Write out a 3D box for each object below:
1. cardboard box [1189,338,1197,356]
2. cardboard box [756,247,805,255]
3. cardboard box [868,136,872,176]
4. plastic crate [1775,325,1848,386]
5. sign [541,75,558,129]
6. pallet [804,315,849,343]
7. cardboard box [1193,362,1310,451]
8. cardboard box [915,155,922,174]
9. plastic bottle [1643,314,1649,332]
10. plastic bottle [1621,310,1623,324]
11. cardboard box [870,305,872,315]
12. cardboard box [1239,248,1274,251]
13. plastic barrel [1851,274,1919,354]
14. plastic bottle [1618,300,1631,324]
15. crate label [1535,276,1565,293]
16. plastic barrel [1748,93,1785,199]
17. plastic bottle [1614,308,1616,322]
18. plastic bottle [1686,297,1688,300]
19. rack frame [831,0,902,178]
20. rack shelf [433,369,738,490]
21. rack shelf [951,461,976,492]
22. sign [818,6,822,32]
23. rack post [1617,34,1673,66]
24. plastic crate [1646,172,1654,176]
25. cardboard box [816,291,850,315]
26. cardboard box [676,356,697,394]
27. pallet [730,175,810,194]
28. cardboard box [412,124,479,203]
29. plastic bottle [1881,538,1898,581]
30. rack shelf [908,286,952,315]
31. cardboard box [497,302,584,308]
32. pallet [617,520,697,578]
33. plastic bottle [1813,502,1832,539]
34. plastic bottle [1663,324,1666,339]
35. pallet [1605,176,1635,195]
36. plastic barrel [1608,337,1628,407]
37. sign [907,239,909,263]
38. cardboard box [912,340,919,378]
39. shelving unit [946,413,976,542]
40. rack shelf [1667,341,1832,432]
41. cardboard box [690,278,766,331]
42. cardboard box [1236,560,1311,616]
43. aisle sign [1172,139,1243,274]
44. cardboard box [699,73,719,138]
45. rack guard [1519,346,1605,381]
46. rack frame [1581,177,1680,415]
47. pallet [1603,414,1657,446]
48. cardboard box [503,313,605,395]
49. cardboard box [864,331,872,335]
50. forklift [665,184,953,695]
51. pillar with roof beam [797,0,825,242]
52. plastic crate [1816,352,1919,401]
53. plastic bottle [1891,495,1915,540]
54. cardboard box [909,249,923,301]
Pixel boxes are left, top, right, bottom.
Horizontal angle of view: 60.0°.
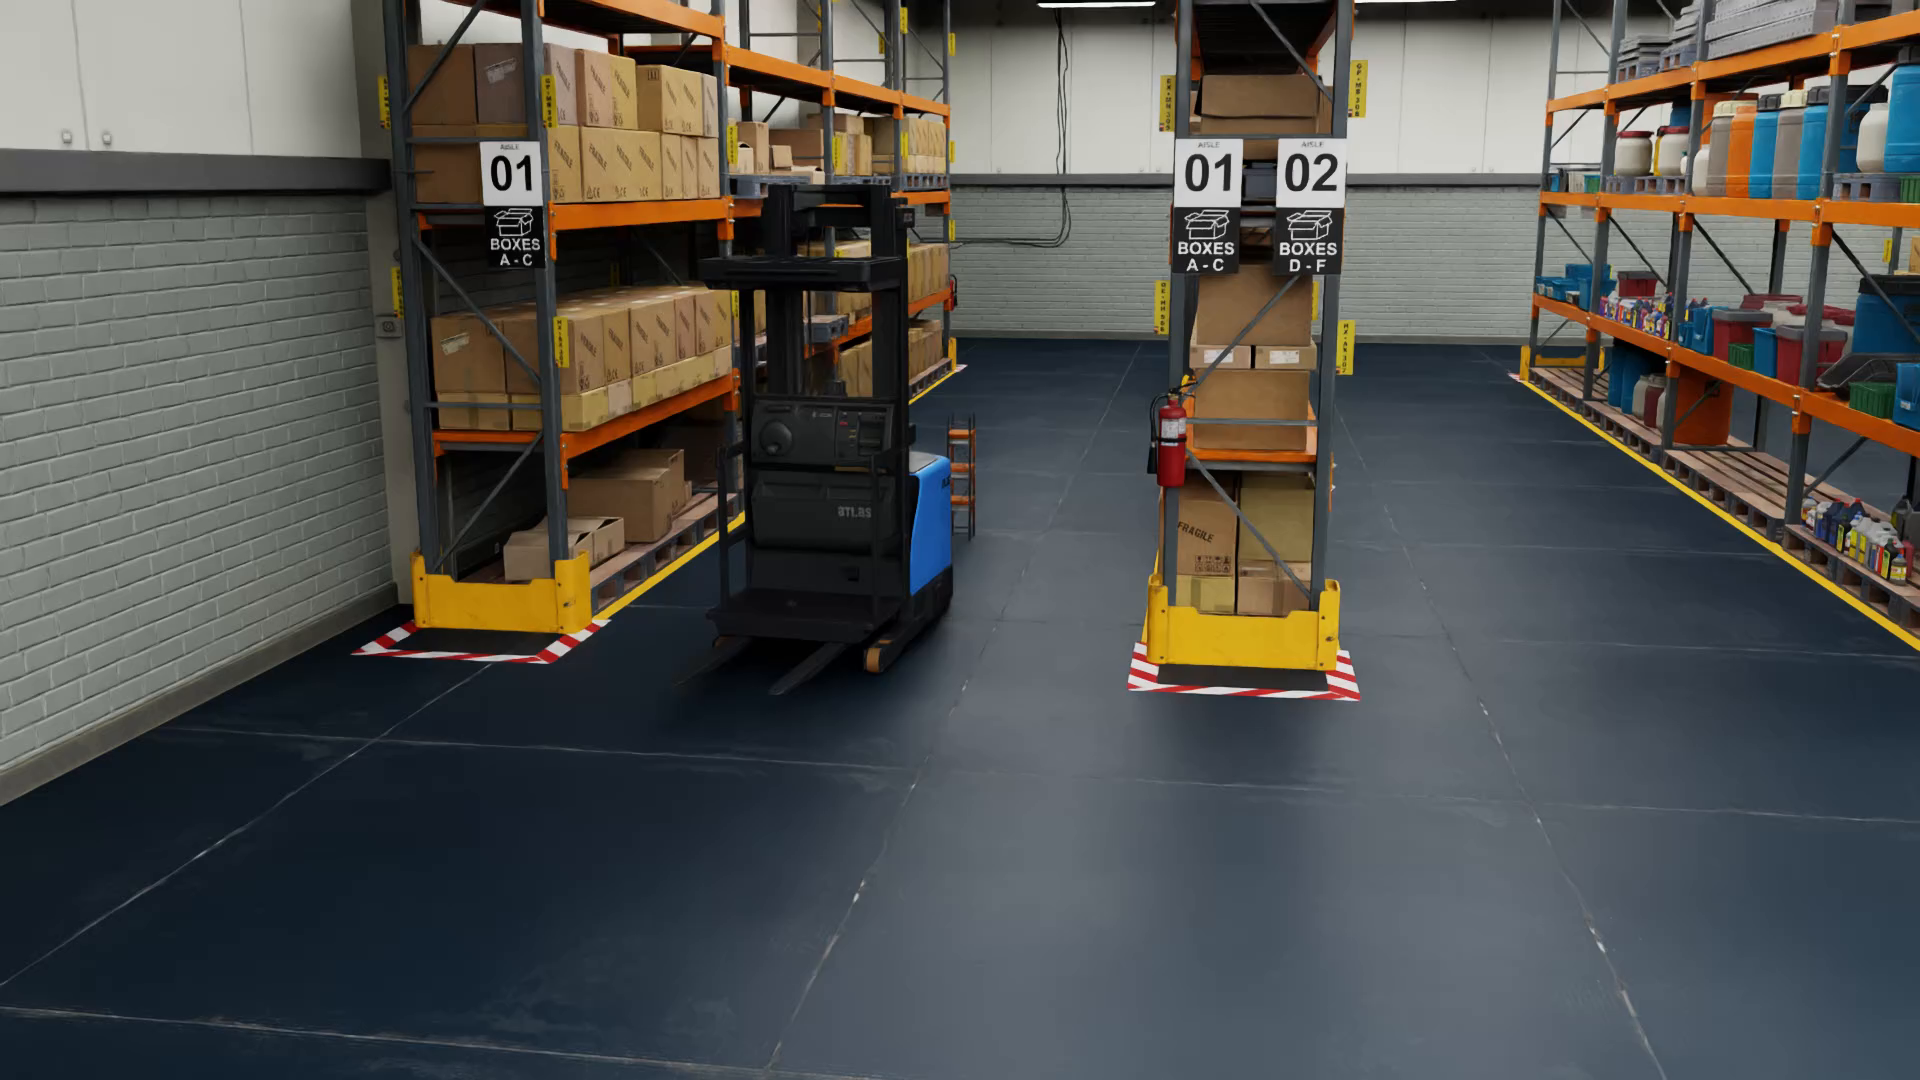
[{"bbox_3d":[1.683,-1.224,10.775,0.380,0.149,0.250,2,12,10],"label":"cardboard box"},{"bbox_3d":[-2.078,-3.216,19.025,0.500,0.250,0.500,2,12,10],"label":"cardboard box"},{"bbox_3d":[-1.520,-4.926,21.329,0.700,0.500,0.500,1,12,6],"label":"cardboard box"},{"bbox_3d":[7.055,-1.531,13.825,0.402,0.464,0.583,2,12,9],"label":"plastic crate"},{"bbox_3d":[-2.585,-2.753,10.454,0.100,0.325,0.005,2,12,9],"label":"sign"},{"bbox_3d":[-1.896,-2.297,17.987,1.213,0.211,1.003,2,12,9],"label":"pallet"},{"bbox_3d":[1.858,-0.863,10.641,0.700,0.500,0.500,2,12,9],"label":"cardboard box"},{"bbox_3d":[-0.817,-5.263,23.298,0.500,0.250,0.500,2,12,7],"label":"cardboard box"},{"bbox_3d":[7.715,-2.436,18.647,0.097,0.201,0.097,0,12,0],"label":"plastic bottle"},{"bbox_3d":[7.878,-2.657,19.674,0.097,0.201,0.097,0,12,0],"label":"plastic bottle"},{"bbox_3d":[-1.287,-2.920,20.970,0.380,0.149,0.250,2,12,7],"label":"cardboard box"},{"bbox_3d":[2.173,-1.931,12.518,0.700,0.500,0.500,2,12,9],"label":"cardboard box"},{"bbox_3d":[7.642,-1.705,13.593,0.600,0.901,0.708,2,12,9],"label":"plastic barrel"},{"bbox_3d":[7.923,-2.717,19.774,0.152,0.276,0.135,2,12,9],"label":"plastic bottle"},{"bbox_3d":[8.765,-3.794,24.732,0.416,0.233,0.303,2,12,9],"label":"crate label"},{"bbox_3d":[7.348,-3.485,14.737,0.600,0.901,0.708,2,12,9],"label":"plastic barrel"},{"bbox_3d":[7.934,-2.733,20.027,0.097,0.201,0.097,0,12,0],"label":"plastic bottle"},{"bbox_3d":[8.667,-2.790,19.935,0.144,0.351,0.185,2,12,9],"label":"plastic bottle"},{"bbox_3d":[-1.276,-6.308,21.903,1.000,3.000,0.127,2,12,9],"label":"rack frame"},{"bbox_3d":[-2.814,-0.942,12.952,1.077,0.370,4.000,2,12,9],"label":"rack shelf"},{"bbox_3d":[0.008,-0.514,13.937,0.215,0.259,0.240,2,12,9],"label":"rack shelf"},{"bbox_3d":[-1.821,-6.865,21.895,0.100,0.325,0.005,2,12,9],"label":"sign"},{"bbox_3d":[8.353,-5.776,19.612,0.937,0.300,0.954,2,12,8],"label":"rack post"},{"bbox_3d":[8.975,-4.706,21.902,0.497,0.269,0.590,2,12,9],"label":"plastic crate"},{"bbox_3d":[-1.564,-2.839,19.058,0.500,0.500,0.500,2,12,10],"label":"cardboard box"},{"bbox_3d":[-2.427,-1.329,13.350,0.500,0.250,0.500,2,12,8],"label":"cardboard box"},{"bbox_3d":[-2.150,-3.426,16.094,1.213,0.211,1.003,2,12,9],"label":"pallet"},{"bbox_3d":[-3.308,-2.497,11.056,0.500,0.500,0.500,3,12,13],"label":"cardboard box"},{"bbox_3d":[6.517,0.135,11.650,0.061,0.283,0.133,2,12,10],"label":"plastic bottle"},{"bbox_3d":[-0.968,-3.440,24.543,1.077,0.370,4.000,2,12,9],"label":"rack shelf"},{"bbox_3d":[-3.097,-1.498,12.351,0.500,0.500,0.500,2,12,7],"label":"cardboard box"},{"bbox_3d":[-2.760,0.049,13.266,1.003,0.211,1.213,2,12,9],"label":"pallet"},{"bbox_3d":[6.778,-0.152,13.000,0.152,0.276,0.135,2,12,11],"label":"plastic bottle"},{"bbox_3d":[7.574,-2.246,17.766,0.097,0.201,0.097,0,12,0],"label":"plastic bottle"},{"bbox_3d":[8.489,-4.262,19.978,1.213,0.211,1.003,2,12,9],"label":"pallet"},{"bbox_3d":[8.413,-2.121,20.699,0.600,0.901,0.708,2,12,9],"label":"plastic barrel"},{"bbox_3d":[-0.738,-3.887,22.349,0.100,0.325,0.005,2,12,9],"label":"sign"},{"bbox_3d":[-0.979,-2.615,23.946,0.700,0.500,0.500,2,12,8],"label":"cardboard box"},{"bbox_3d":[0.008,-0.524,13.934,0.215,1.050,0.252,2,12,9],"label":"shelving unit"},{"bbox_3d":[7.590,-1.454,15.326,1.077,0.370,4.000,2,12,9],"label":"rack shelf"},{"bbox_3d":[-2.231,-2.333,16.417,0.700,0.500,0.500,4,13,16],"label":"cardboard box"},{"bbox_3d":[2.076,0.317,10.933,0.500,0.250,0.500,2,12,9],"label":"cardboard box"},{"bbox_3d":[1.473,-1.984,9.910,0.394,0.787,0.004,2,12,9],"label":"aisle sign"},{"bbox_3d":[-2.315,-3.611,13.849,0.500,0.500,0.500,1,12,4],"label":"cardboard box"},{"bbox_3d":[9.119,-2.670,25.198,1.175,0.500,0.348,2,12,9],"label":"rack guard"},{"bbox_3d":[8.513,-3.054,21.046,1.000,3.000,0.127,2,12,9],"label":"rack frame"},{"bbox_3d":[8.168,-1.277,19.418,1.003,0.211,1.213,2,12,9],"label":"pallet"},{"bbox_3d":[-2.751,-1.270,11.295,0.500,0.500,0.500,2,12,9],"label":"cardboard box"},{"bbox_3d":[-1.247,-2.390,22.070,0.750,0.750,0.750,2,12,9],"label":"cardboard box"},{"bbox_3d":[-0.922,-0.702,10.292,1.130,2.935,3.031,3,13,15],"label":"forklift"},{"bbox_3d":[2.231,-6.342,22.062,9.100,9.000,0.400,2,12,9],"label":"pillar with roof beam"},{"bbox_3d":[7.077,-1.254,12.838,0.767,0.338,0.504,2,12,9],"label":"plastic crate"},{"bbox_3d":[7.326,-0.170,12.907,0.144,0.351,0.185,2,12,9],"label":"plastic bottle"},{"bbox_3d":[-1.059,-3.786,23.729,0.980,0.700,0.700,2,12,7],"label":"cardboard box"}]
